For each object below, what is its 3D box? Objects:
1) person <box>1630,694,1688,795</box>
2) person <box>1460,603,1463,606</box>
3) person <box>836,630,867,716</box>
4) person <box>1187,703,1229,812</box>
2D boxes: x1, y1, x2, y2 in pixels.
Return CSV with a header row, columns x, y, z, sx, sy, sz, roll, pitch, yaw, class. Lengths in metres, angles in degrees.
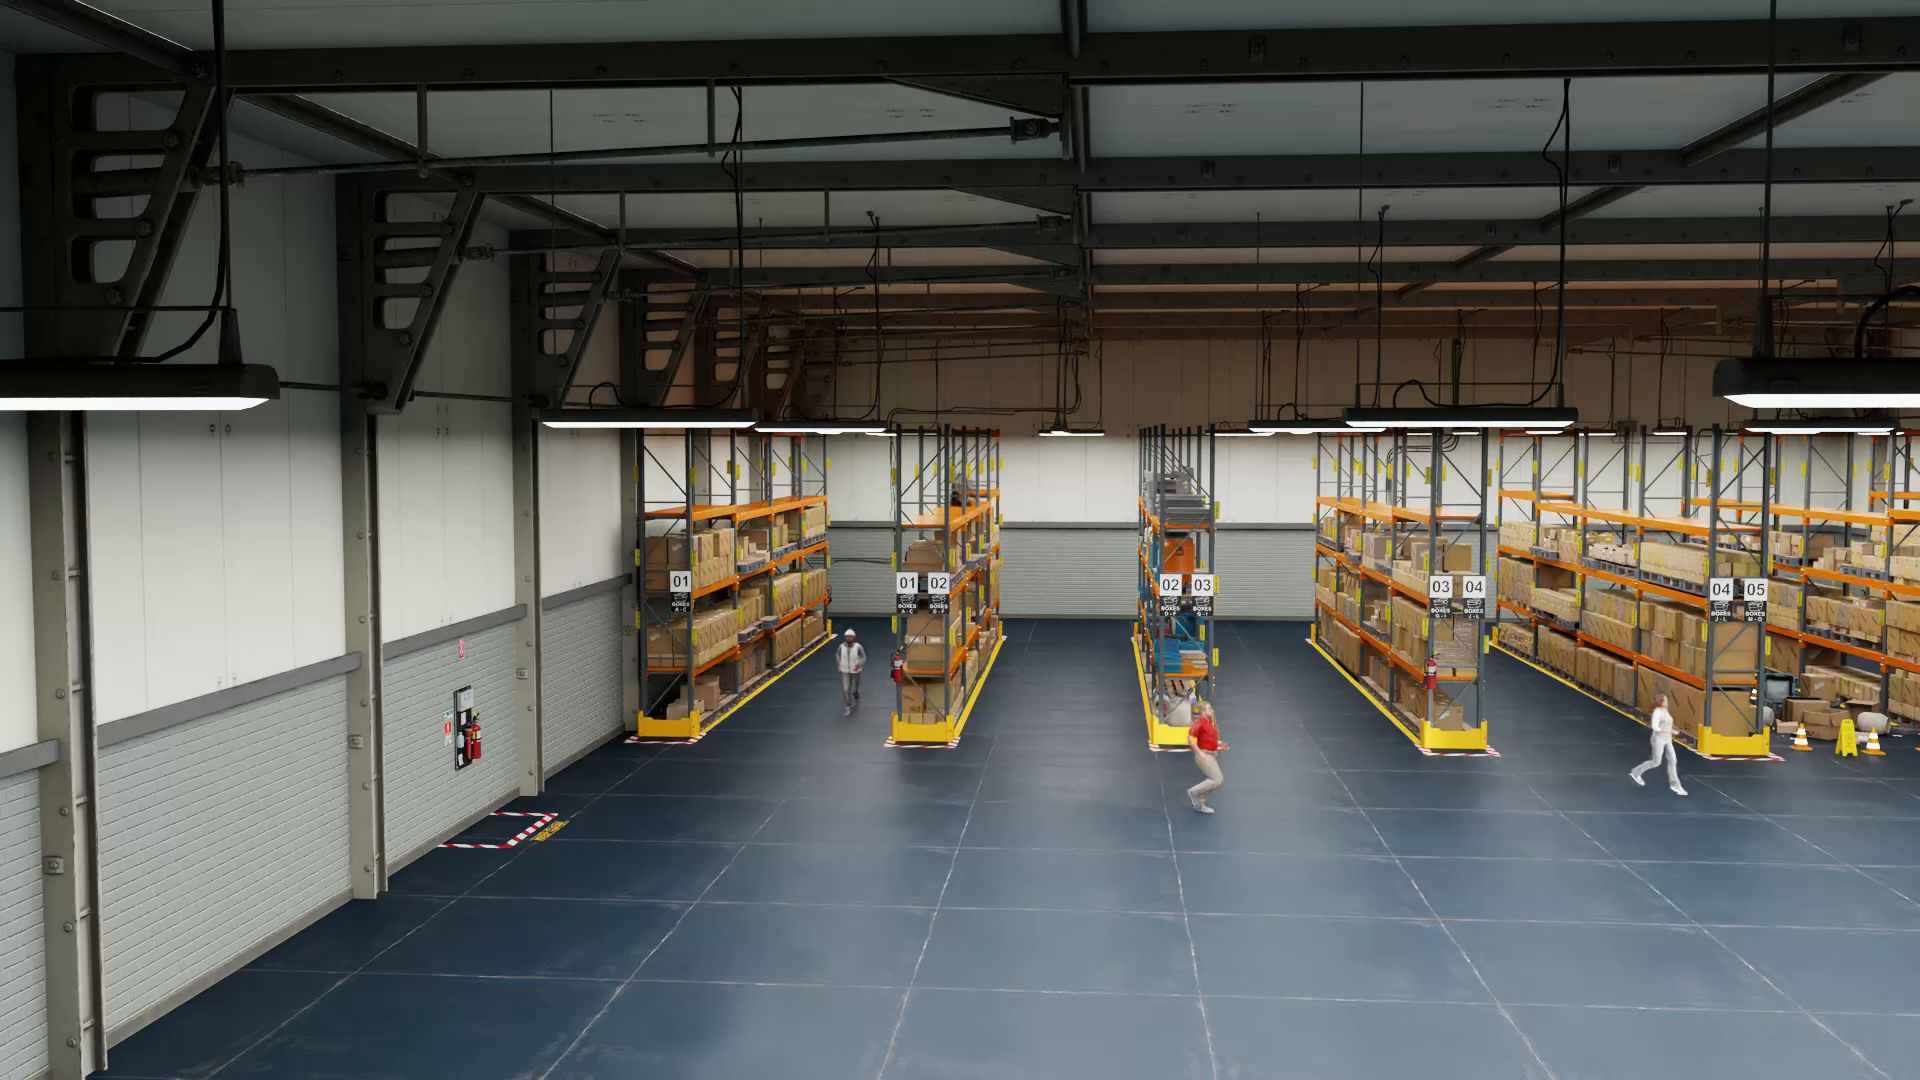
x,y,z,sx,sy,sz,roll,pitch,yaw,class
11.329,3.282,26.915,0.894,1.600,0.552,3,5,44,person
13.346,2.261,43.508,0.671,1.708,0.789,1,4,11,person
-2.278,2.744,34.702,0.673,1.772,0.849,0,3,3,person
3.817,3.331,25.433,0.566,1.682,0.657,1,4,22,person
